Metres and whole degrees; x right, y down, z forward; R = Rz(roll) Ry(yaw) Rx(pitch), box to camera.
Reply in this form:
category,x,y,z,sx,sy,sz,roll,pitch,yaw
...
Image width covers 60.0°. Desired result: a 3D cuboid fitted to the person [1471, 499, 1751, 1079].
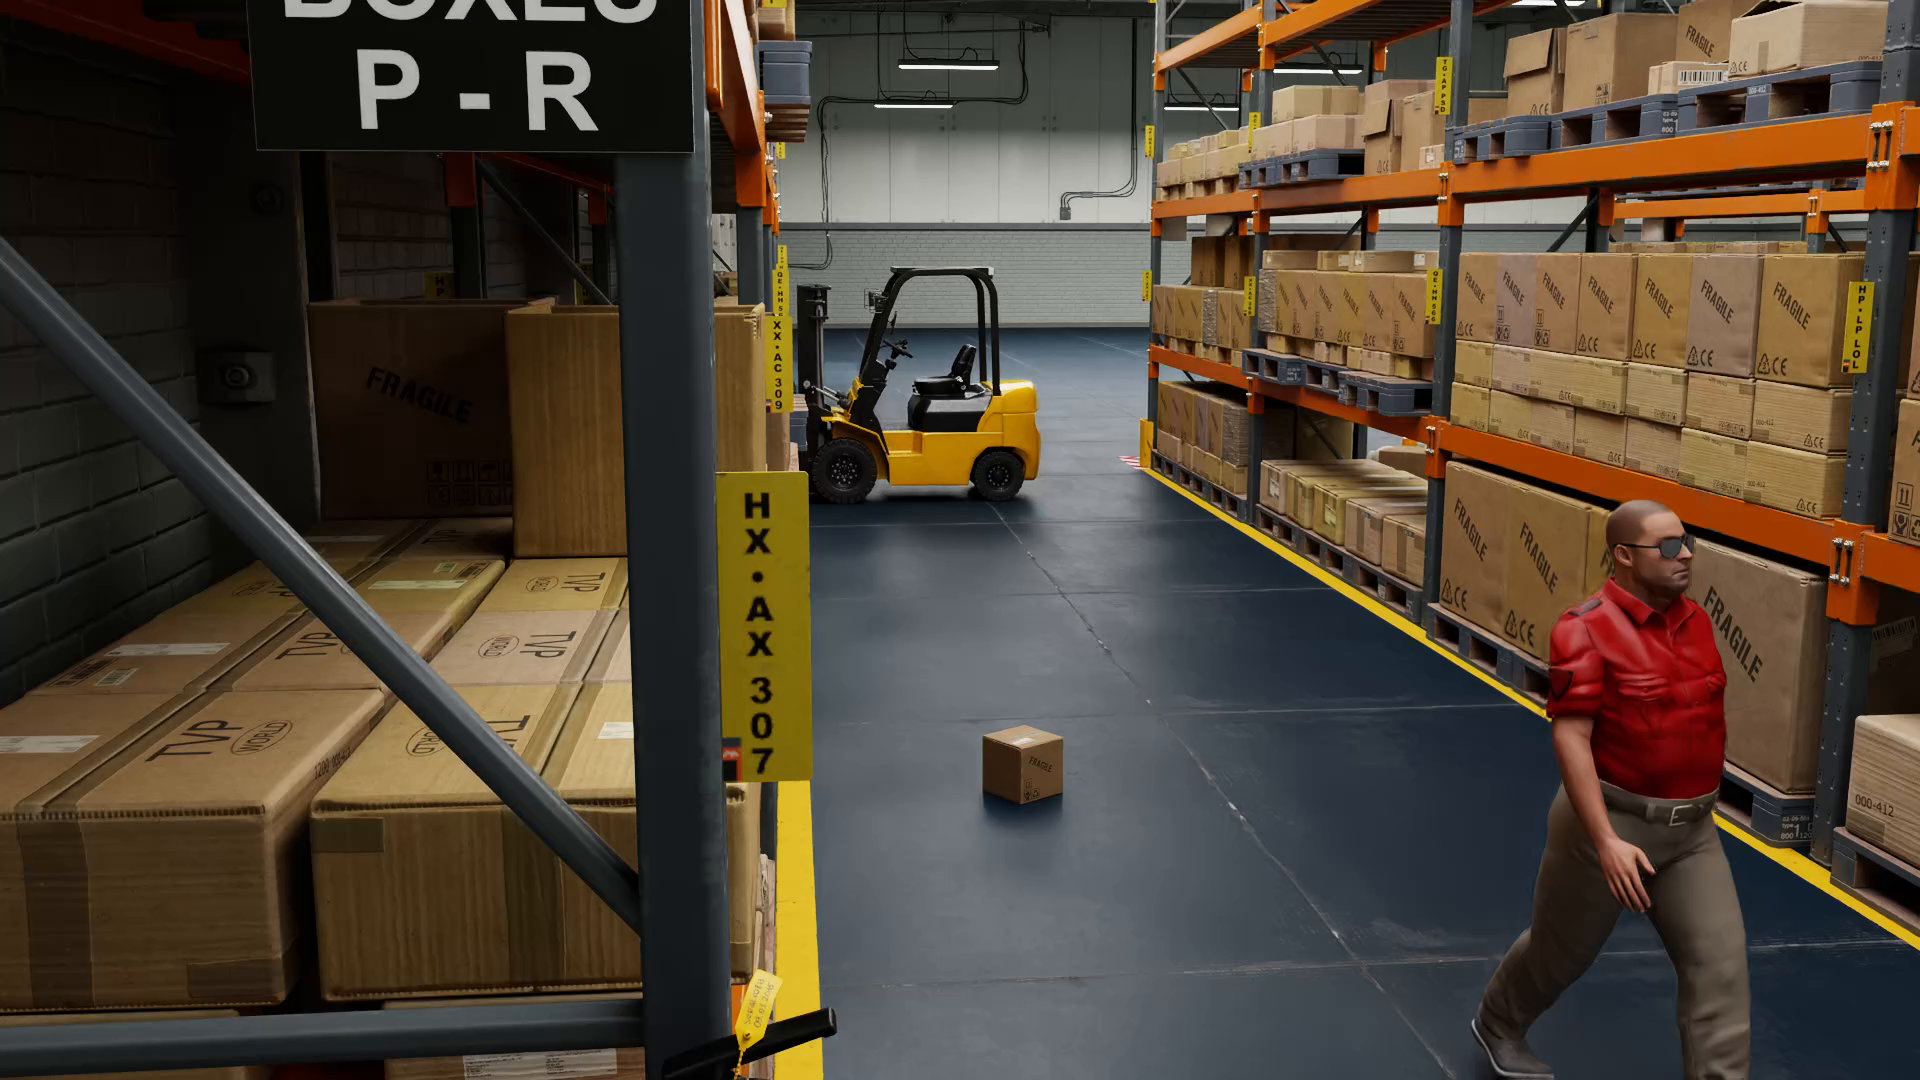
category,x,y,z,sx,sy,sz,roll,pitch,yaw
person,1.734,0.737,4.225,0.539,1.672,1.032,-3,10,-19
